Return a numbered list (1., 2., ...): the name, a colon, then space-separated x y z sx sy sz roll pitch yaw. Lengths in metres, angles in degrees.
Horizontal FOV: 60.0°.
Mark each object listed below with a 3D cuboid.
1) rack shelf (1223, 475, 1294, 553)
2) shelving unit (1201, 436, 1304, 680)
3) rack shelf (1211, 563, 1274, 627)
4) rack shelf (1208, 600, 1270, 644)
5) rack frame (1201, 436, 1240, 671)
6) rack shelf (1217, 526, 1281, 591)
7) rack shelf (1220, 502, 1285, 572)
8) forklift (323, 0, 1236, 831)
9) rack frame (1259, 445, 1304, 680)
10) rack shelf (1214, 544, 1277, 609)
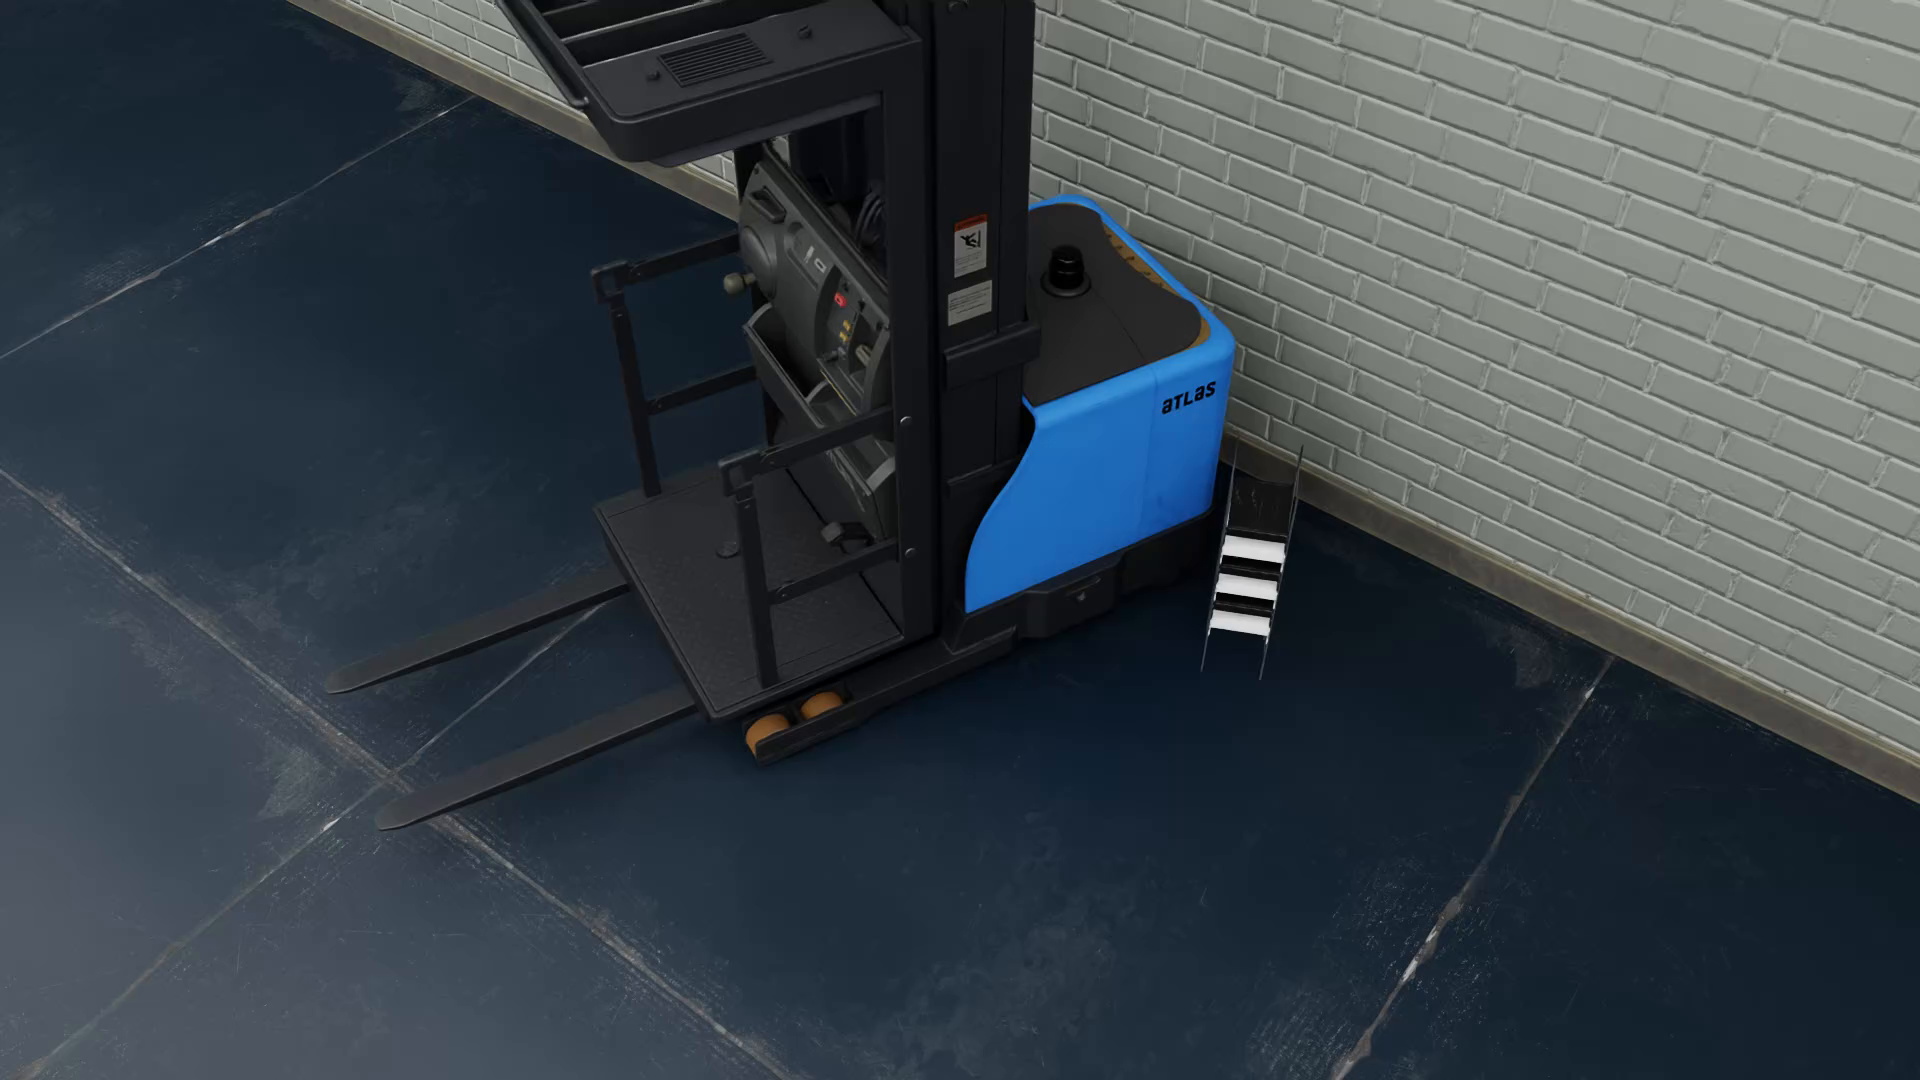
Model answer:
1. rack shelf: 0.968 -0.086 5.383 0.200 0.077 0.258 8 47 8
2. shelving unit: 0.968 0.077 5.554 0.210 0.900 0.258 8 47 8
3. rack shelf: 0.968 0.162 5.643 0.200 0.077 0.258 8 47 8
4. rack shelf: 0.968 0.224 5.708 0.200 0.077 0.258 8 47 8
5. rack frame: 0.868 0.062 5.568 0.006 0.900 0.240 8 47 8
6. rack shelf: 0.968 0.038 5.513 0.200 0.077 0.258 8 47 8
7. rack shelf: 0.968 -0.024 5.448 0.200 0.077 0.258 8 47 8
8. forklift: -0.622 -0.713 4.904 3.031 2.935 1.130 -22 50 -20
9. rack frame: 1.067 0.092 5.540 0.006 0.900 0.240 8 47 8
10. rack shelf: 0.968 0.100 5.578 0.200 0.077 0.258 8 47 8
